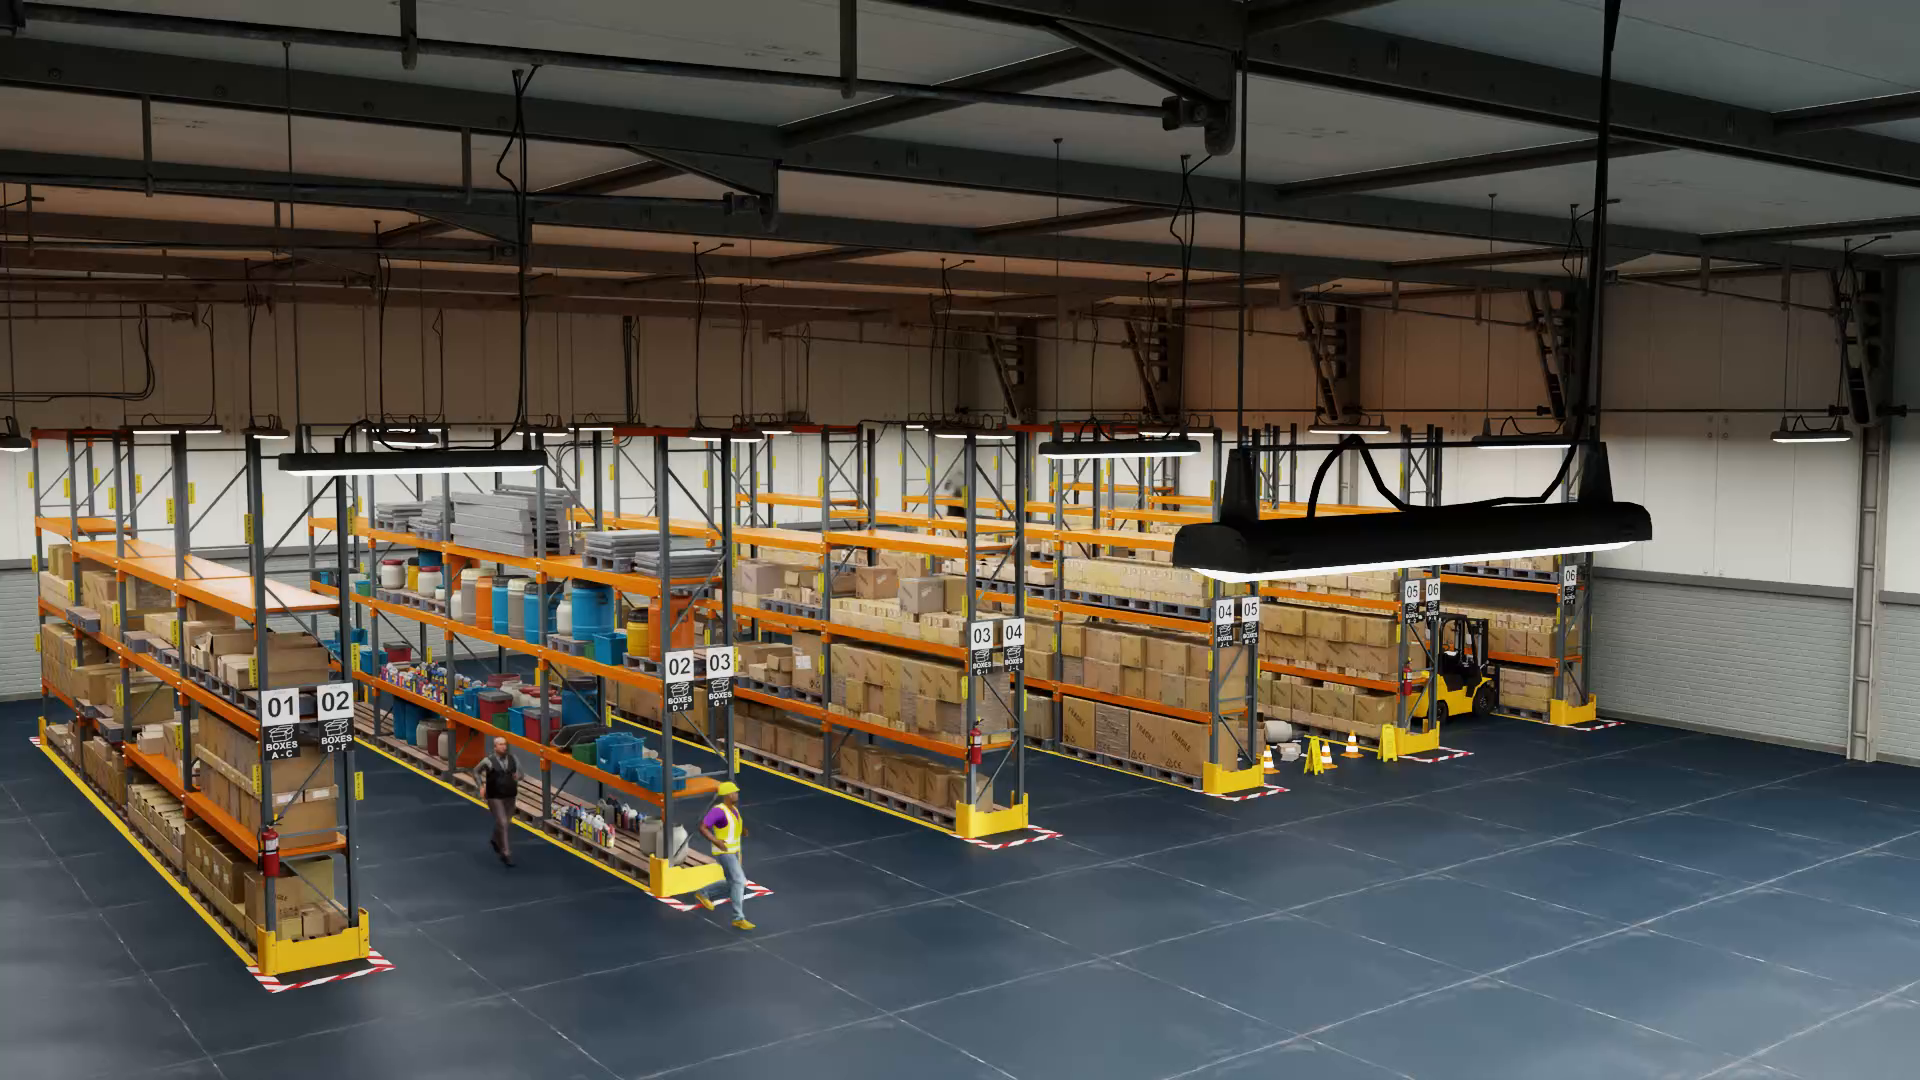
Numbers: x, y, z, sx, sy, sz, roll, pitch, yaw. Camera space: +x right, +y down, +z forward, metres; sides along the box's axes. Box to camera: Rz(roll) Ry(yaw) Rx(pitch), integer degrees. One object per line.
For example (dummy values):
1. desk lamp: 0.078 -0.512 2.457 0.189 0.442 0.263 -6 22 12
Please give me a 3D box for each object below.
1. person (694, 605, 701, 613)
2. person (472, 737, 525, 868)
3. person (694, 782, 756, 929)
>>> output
1. person: -6.384 2.385 39.472 0.797 1.734 0.795 -1 5 -8
2. person: -6.412 3.627 23.257 0.643 1.743 0.901 -4 6 -44
3. person: -2.886 3.864 20.608 0.906 1.738 0.728 1 5 12
